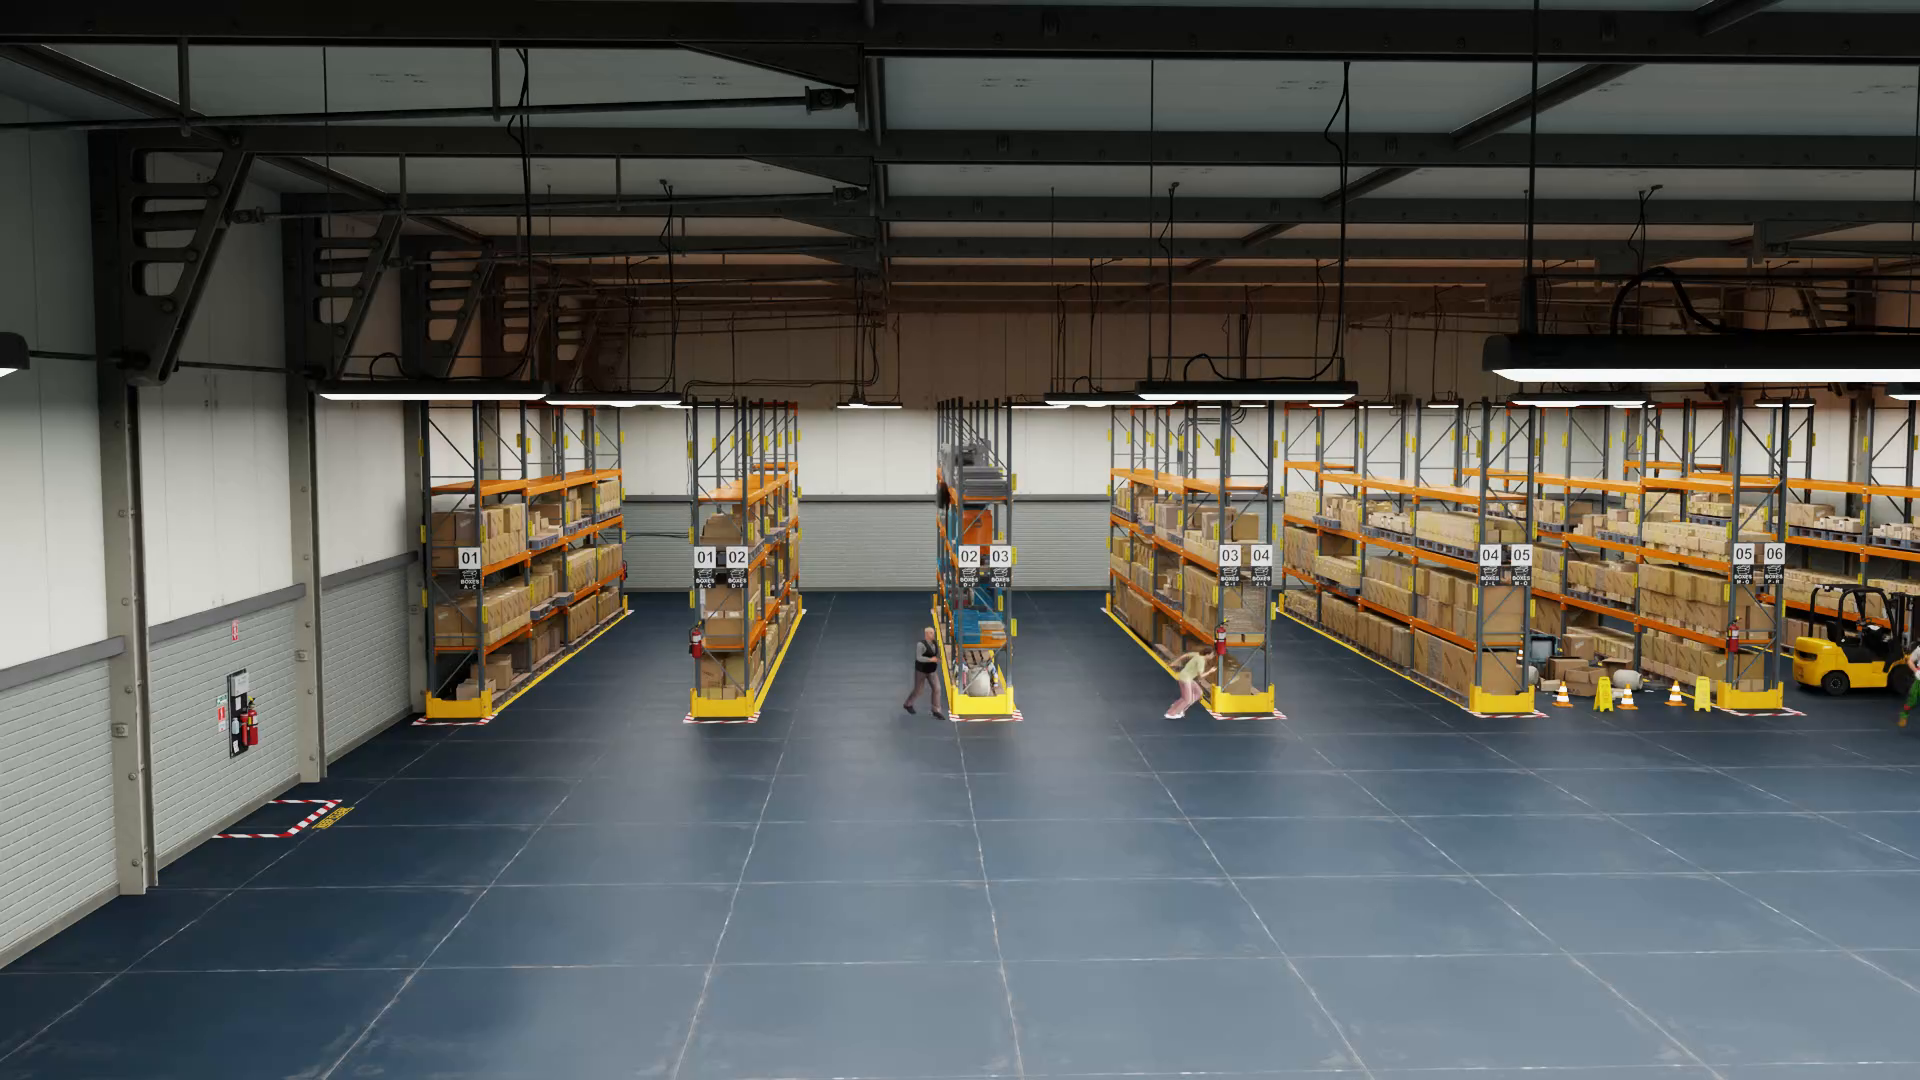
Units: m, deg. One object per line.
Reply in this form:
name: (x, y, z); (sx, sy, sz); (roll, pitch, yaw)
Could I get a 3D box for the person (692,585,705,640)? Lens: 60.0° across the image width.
person: (-6.393, 1.616, 41.812); (0.690, 1.789, 0.722); (-1, 4, -8)

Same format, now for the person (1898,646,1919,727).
person: (17.271, 2.507, 29.620); (0.710, 1.768, 1.008); (0, 4, 5)

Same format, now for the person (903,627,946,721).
person: (-0.668, 2.468, 30.981); (0.593, 1.725, 0.958); (-4, 6, -43)

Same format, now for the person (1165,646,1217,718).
person: (4.285, 2.635, 30.839); (0.942, 1.389, 0.563); (0, 4, 6)
